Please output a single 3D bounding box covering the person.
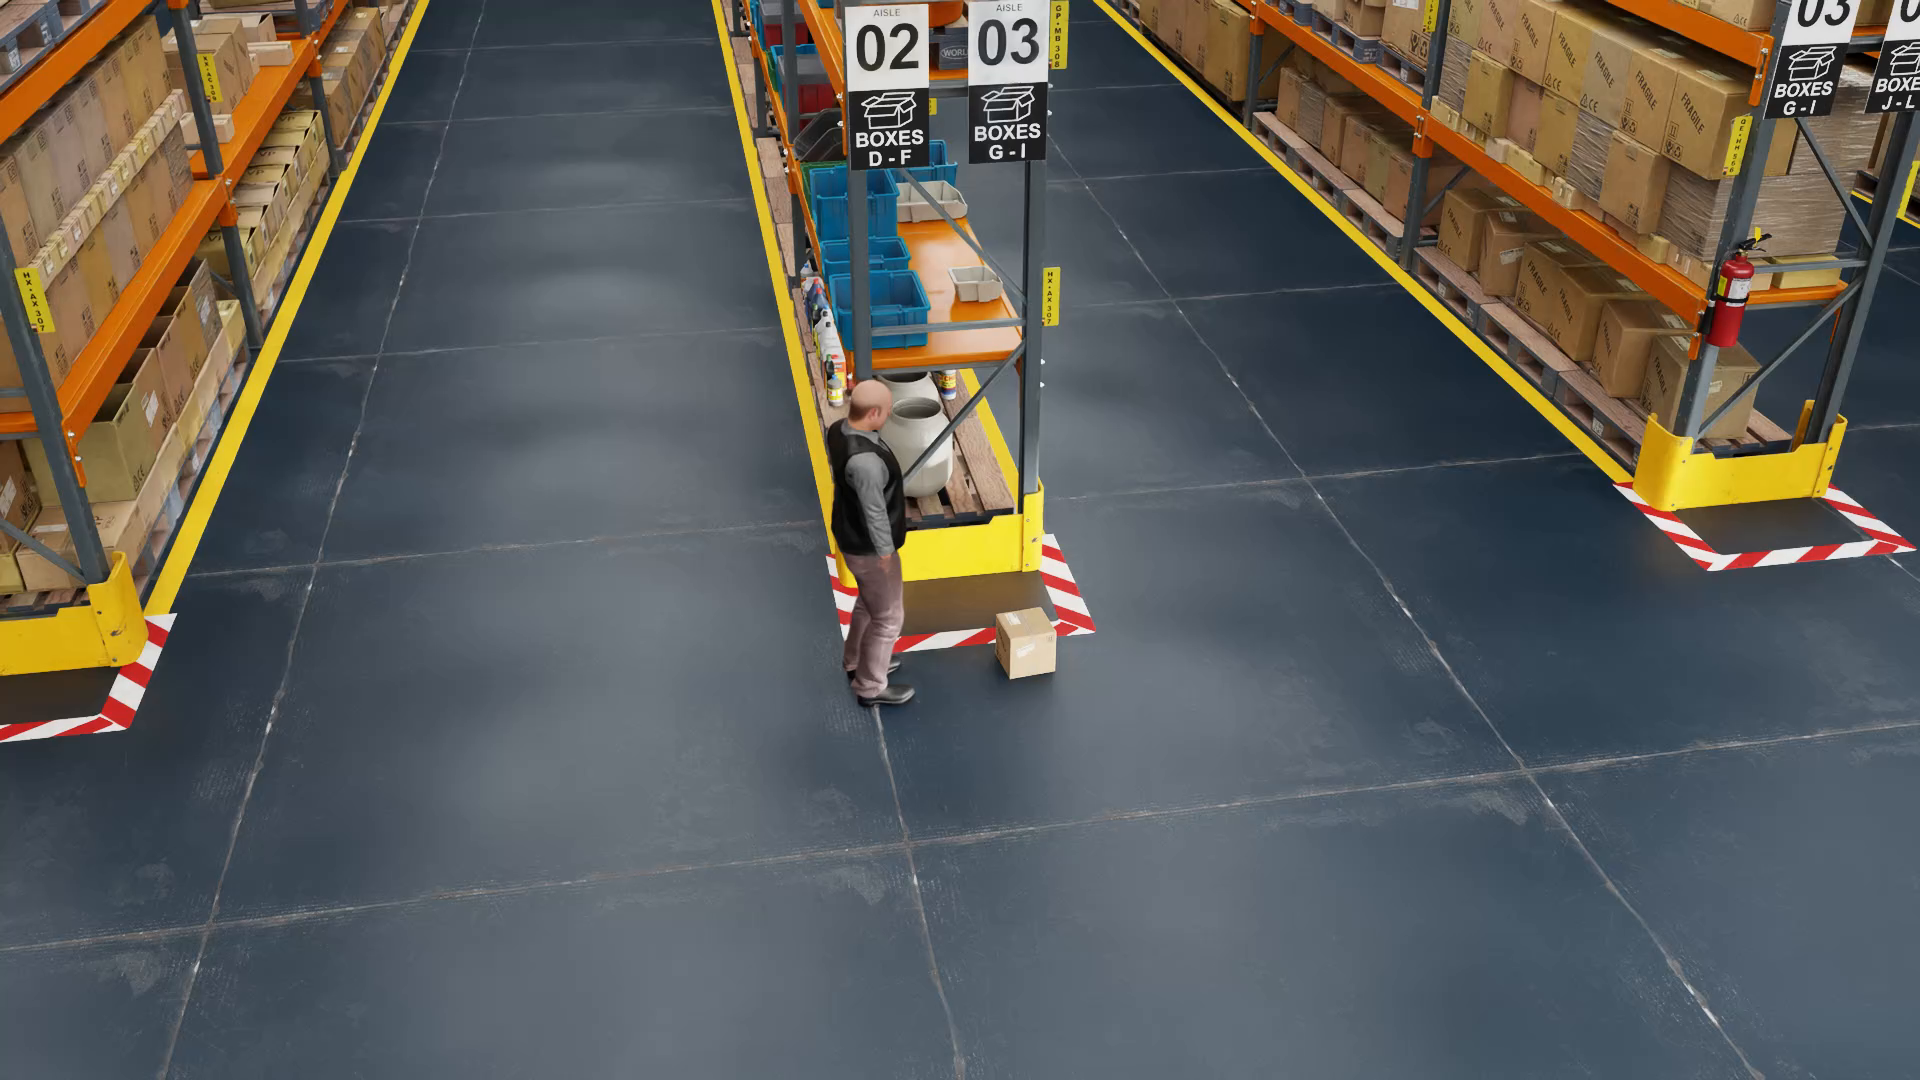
[{"bbox_3d":[-0.445,0.002,8.176,0.352,1.711,0.536,-8,31,-14],"label":"person"}]
